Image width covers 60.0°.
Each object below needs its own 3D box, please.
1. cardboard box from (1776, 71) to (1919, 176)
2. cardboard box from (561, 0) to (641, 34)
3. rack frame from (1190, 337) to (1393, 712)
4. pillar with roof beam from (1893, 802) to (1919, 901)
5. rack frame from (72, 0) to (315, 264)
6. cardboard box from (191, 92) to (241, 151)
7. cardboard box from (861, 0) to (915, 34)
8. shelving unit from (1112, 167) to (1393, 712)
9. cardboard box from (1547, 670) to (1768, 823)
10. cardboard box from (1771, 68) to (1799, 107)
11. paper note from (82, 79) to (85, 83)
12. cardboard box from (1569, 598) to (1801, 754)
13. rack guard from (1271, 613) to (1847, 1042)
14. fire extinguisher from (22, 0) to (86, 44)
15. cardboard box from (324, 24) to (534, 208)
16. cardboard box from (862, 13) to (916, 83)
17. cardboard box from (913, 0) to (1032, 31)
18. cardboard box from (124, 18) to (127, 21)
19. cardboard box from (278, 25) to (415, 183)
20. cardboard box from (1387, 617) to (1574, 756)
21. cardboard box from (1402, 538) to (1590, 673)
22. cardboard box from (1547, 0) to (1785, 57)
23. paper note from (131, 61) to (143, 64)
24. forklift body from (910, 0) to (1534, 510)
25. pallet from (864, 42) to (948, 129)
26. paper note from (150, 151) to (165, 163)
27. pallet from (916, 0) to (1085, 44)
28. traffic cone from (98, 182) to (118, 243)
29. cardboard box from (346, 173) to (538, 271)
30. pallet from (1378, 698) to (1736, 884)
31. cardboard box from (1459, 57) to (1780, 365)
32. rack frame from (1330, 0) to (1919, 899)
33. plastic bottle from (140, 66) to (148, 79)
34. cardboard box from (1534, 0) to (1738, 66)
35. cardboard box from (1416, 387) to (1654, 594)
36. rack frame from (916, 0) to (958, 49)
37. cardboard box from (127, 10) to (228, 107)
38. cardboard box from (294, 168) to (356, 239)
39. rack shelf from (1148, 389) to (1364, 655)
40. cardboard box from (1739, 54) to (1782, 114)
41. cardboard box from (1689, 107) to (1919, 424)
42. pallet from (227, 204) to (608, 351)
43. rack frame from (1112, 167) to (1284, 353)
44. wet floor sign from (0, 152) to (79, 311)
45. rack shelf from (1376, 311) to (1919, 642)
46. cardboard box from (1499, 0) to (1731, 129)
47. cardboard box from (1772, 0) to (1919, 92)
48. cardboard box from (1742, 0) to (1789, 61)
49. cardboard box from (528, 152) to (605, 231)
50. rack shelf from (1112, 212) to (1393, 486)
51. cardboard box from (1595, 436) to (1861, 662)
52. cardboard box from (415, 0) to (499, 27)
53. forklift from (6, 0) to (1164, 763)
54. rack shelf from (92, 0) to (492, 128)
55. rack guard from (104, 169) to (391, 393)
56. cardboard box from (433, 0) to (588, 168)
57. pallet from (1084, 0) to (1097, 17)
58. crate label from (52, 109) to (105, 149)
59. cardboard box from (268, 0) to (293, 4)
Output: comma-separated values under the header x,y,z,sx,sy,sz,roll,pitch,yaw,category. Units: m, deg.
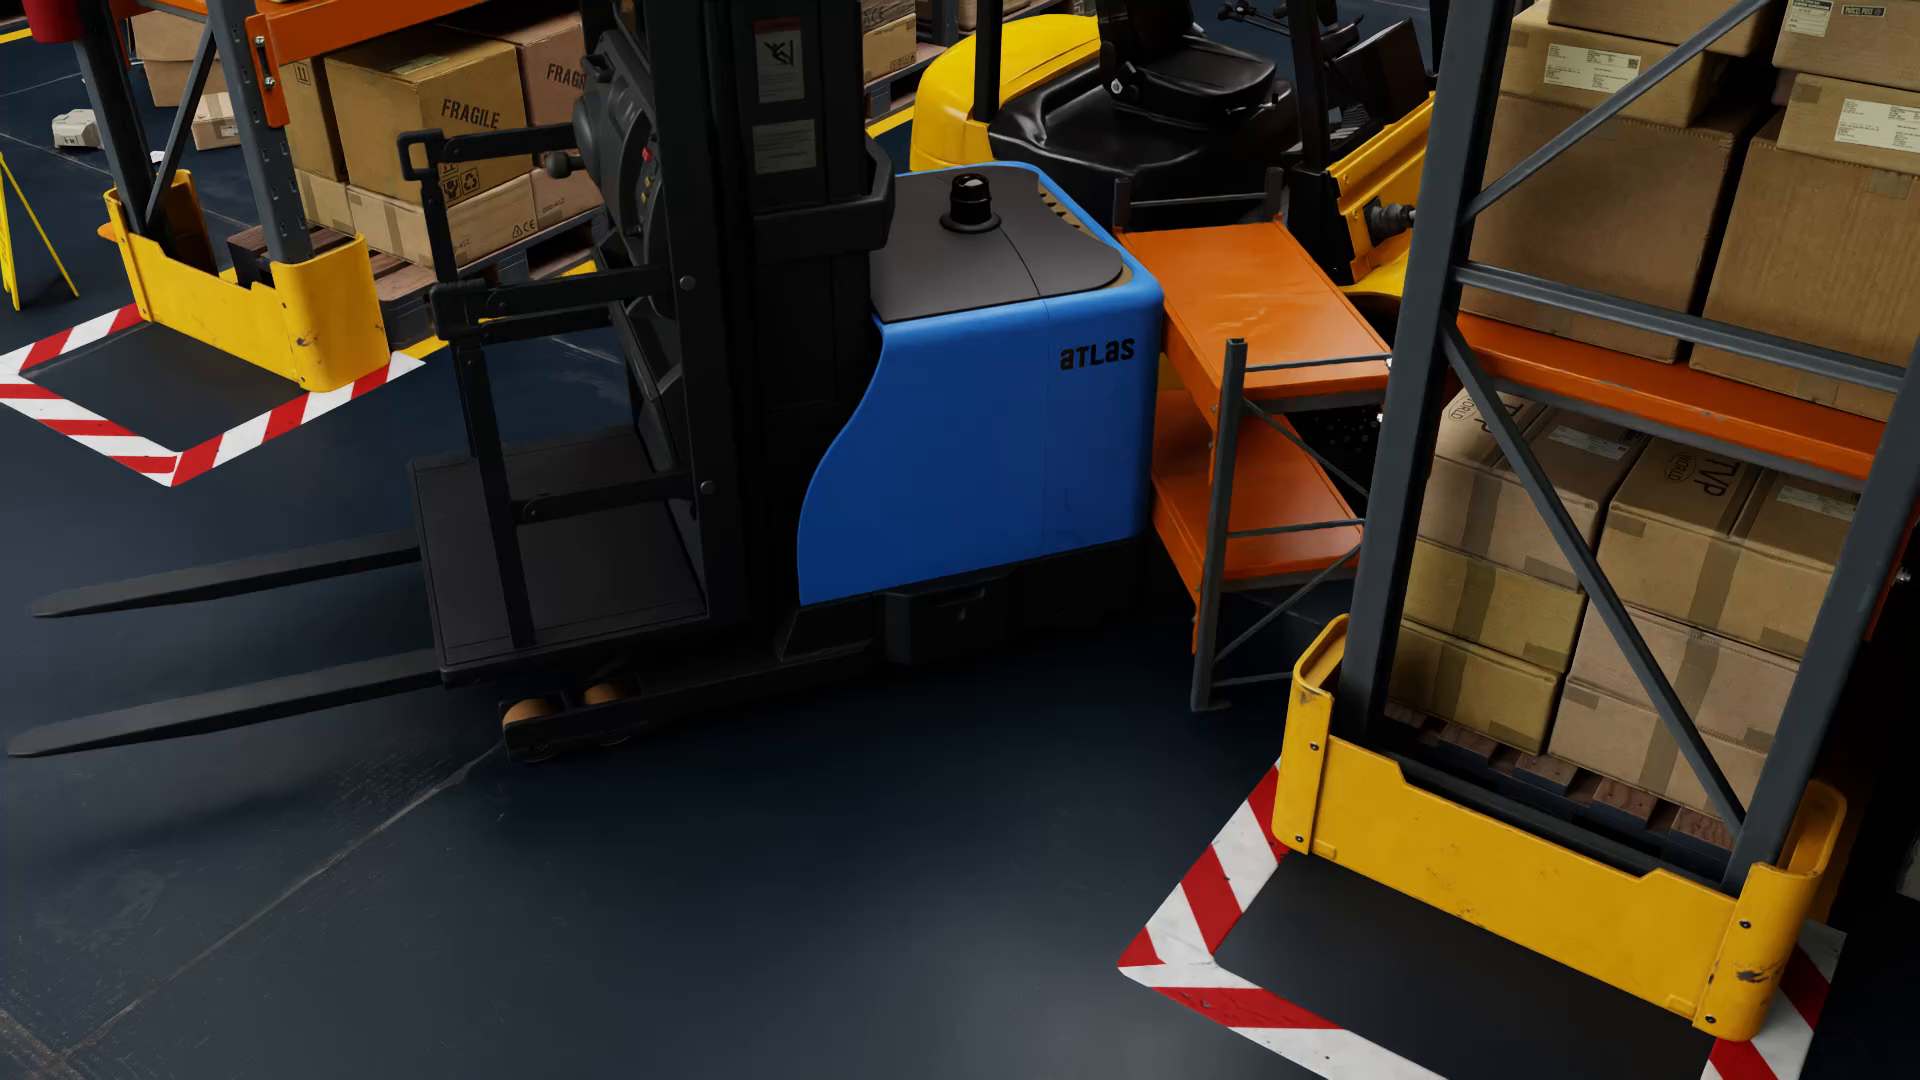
x,y,z,sx,sy,sz,roll,pitch,yaw,category
1.754,-0.793,3.076,0.380,0.149,0.250,20,39,27,cardboard box
-1.445,-2.103,7.092,0.500,0.500,0.500,22,40,29,cardboard box
0.881,-0.029,4.289,0.500,1.125,0.032,-6,35,-9,rack frame
-1.051,-4.302,3.578,9.100,9.000,0.400,21,39,28,pillar with roof beam
-2.732,-1.993,5.520,1.000,3.000,0.127,21,39,28,rack frame
-3.645,-2.060,8.164,0.250,0.149,0.380,-15,37,-21,cardboard box
-0.568,-2.821,8.155,0.500,0.500,0.500,21,39,28,cardboard box
0.787,-0.309,4.703,0.538,1.125,1.048,-6,35,-9,shelving unit
1.789,0.392,4.072,0.500,0.250,0.500,21,40,28,cardboard box
1.843,-0.927,3.274,0.380,0.149,0.250,21,39,28,cardboard box
-4.591,-2.457,8.858,0.142,0.017,0.144,-22,40,-29,paper note
1.787,0.199,3.912,0.500,0.250,0.500,22,40,29,cardboard box
1.334,0.637,3.861,1.175,0.500,0.348,21,39,28,rack guard
-3.176,-2.056,5.681,0.296,0.674,0.183,21,39,28,fire extinguisher
-2.032,-1.633,6.397,0.500,0.500,0.500,20,39,27,cardboard box
-0.568,-2.511,8.365,0.500,0.250,0.500,23,40,30,cardboard box
-0.154,-3.161,9.218,0.950,0.372,0.625,22,40,29,cardboard box
-4.618,-3.292,9.669,0.500,0.500,0.500,29,44,36,cardboard box
-2.489,-1.791,6.630,0.500,0.500,0.500,22,40,28,cardboard box
1.356,0.239,4.299,0.500,0.250,0.500,22,40,28,cardboard box
1.369,0.025,4.169,0.500,0.250,0.500,21,39,28,cardboard box
1.379,-1.075,3.228,0.380,0.149,0.250,21,40,28,cardboard box
-4.476,-2.619,9.114,0.123,0.001,0.032,-15,37,-21,paper note
0.930,-1.513,5.567,2.313,2.155,1.214,21,39,28,forklift body
-0.805,-2.358,8.549,1.003,0.211,1.213,21,39,28,pallet
-3.828,-1.834,7.935,0.148,0.019,0.142,8,35,12,paper note
-0.009,-3.038,9.553,1.003,0.211,1.213,21,39,28,pallet
-3.547,-1.552,7.132,0.336,0.463,0.334,21,39,28,traffic cone
-2.045,-1.311,6.590,0.500,0.250,0.500,21,39,28,cardboard box
1.749,0.380,4.499,1.003,0.211,1.213,21,39,28,pallet
1.413,-0.761,3.608,0.500,0.500,0.500,20,39,27,cardboard box
1.348,-0.409,3.178,1.000,3.000,0.127,21,39,28,rack frame
-4.281,-2.560,8.981,0.133,0.061,0.283,8,35,12,plastic bottle
1.437,-1.096,3.524,0.380,0.149,0.250,22,40,29,cardboard box
1.354,-0.170,4.011,0.500,0.250,0.500,23,40,30,cardboard box
-0.451,-3.834,8.242,1.000,3.000,0.127,21,39,28,rack frame
-3.810,-2.576,8.610,0.797,0.503,0.637,-3,34,-4,cardboard box
-2.478,-1.497,6.866,0.500,0.250,0.500,21,39,28,cardboard box
0.787,-0.107,4.840,0.538,0.278,1.000,-6,35,-9,rack shelf
1.716,-0.997,3.957,0.500,0.500,0.500,23,40,30,cardboard box
1.858,-0.590,3.356,0.500,0.500,0.500,23,40,30,cardboard box
-2.196,-1.235,6.889,1.003,0.211,1.213,21,39,28,pallet
0.692,-0.589,5.117,0.500,1.125,0.032,-6,35,-9,rack frame
-3.719,-1.272,6.555,0.232,0.644,0.267,-22,40,-29,wet floor sign
2.488,-1.032,4.740,1.077,0.370,4.000,21,39,28,rack shelf
1.315,-0.968,3.336,0.380,0.149,0.250,22,40,29,cardboard box
1.715,-0.929,3.012,0.380,0.149,0.250,20,39,27,cardboard box
1.635,-1.195,3.672,0.380,0.149,0.250,22,40,29,cardboard box
-1.748,-1.543,6.934,0.500,0.250,0.500,23,40,30,cardboard box
0.787,-0.552,4.539,0.538,0.278,1.000,-6,35,-9,rack shelf
1.777,-0.019,3.788,0.500,0.250,0.500,21,39,28,cardboard box
-2.195,-2.032,6.987,0.500,0.500,0.500,23,40,30,cardboard box
-1.022,-0.963,4.058,3.031,2.935,1.130,-11,36,-16,forklift
-1.592,-2.615,7.082,1.077,0.370,4.000,21,39,28,rack shelf
-2.689,-0.993,6.271,1.175,0.500,0.348,21,39,28,rack guard
-1.737,-1.875,6.755,0.500,0.500,0.500,20,39,27,cardboard box
0.686,-3.601,10.387,1.003,0.211,1.213,21,39,28,pallet
-4.255,-1.997,8.081,0.250,0.136,0.298,3,34,4,crate label
-2.368,-1.979,5.723,0.380,0.149,0.250,21,40,28,cardboard box
